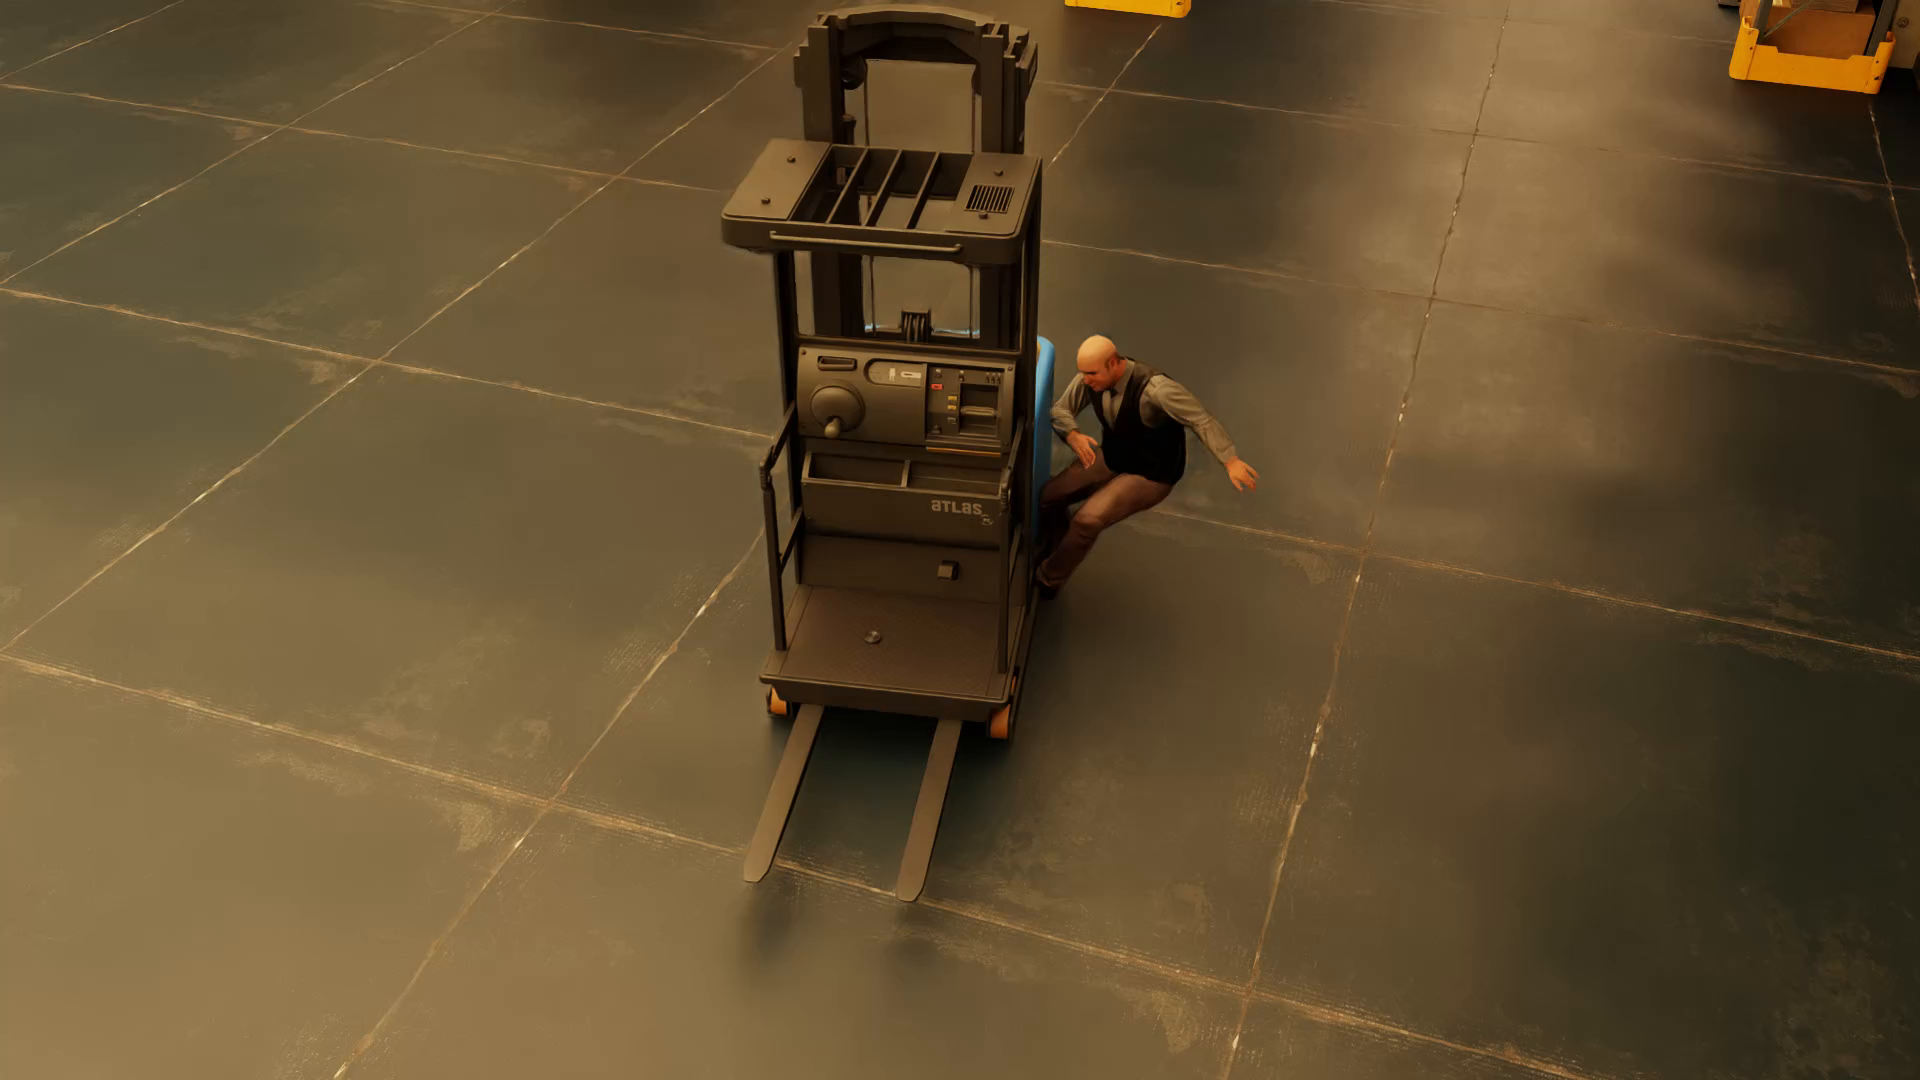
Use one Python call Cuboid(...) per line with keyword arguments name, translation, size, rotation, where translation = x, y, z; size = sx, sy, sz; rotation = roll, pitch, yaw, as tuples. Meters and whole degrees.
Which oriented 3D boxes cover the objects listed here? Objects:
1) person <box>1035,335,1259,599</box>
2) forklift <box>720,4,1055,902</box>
Cuboid(name="person", translation=(0.709, -0.255, 7.843), size=(0.939, 1.443, 1.047), rotation=(-25, 42, -31))
Cuboid(name="forklift", translation=(-0.262, -0.534, 6.864), size=(1.130, 2.935, 3.031), rotation=(5, 36, 7))
